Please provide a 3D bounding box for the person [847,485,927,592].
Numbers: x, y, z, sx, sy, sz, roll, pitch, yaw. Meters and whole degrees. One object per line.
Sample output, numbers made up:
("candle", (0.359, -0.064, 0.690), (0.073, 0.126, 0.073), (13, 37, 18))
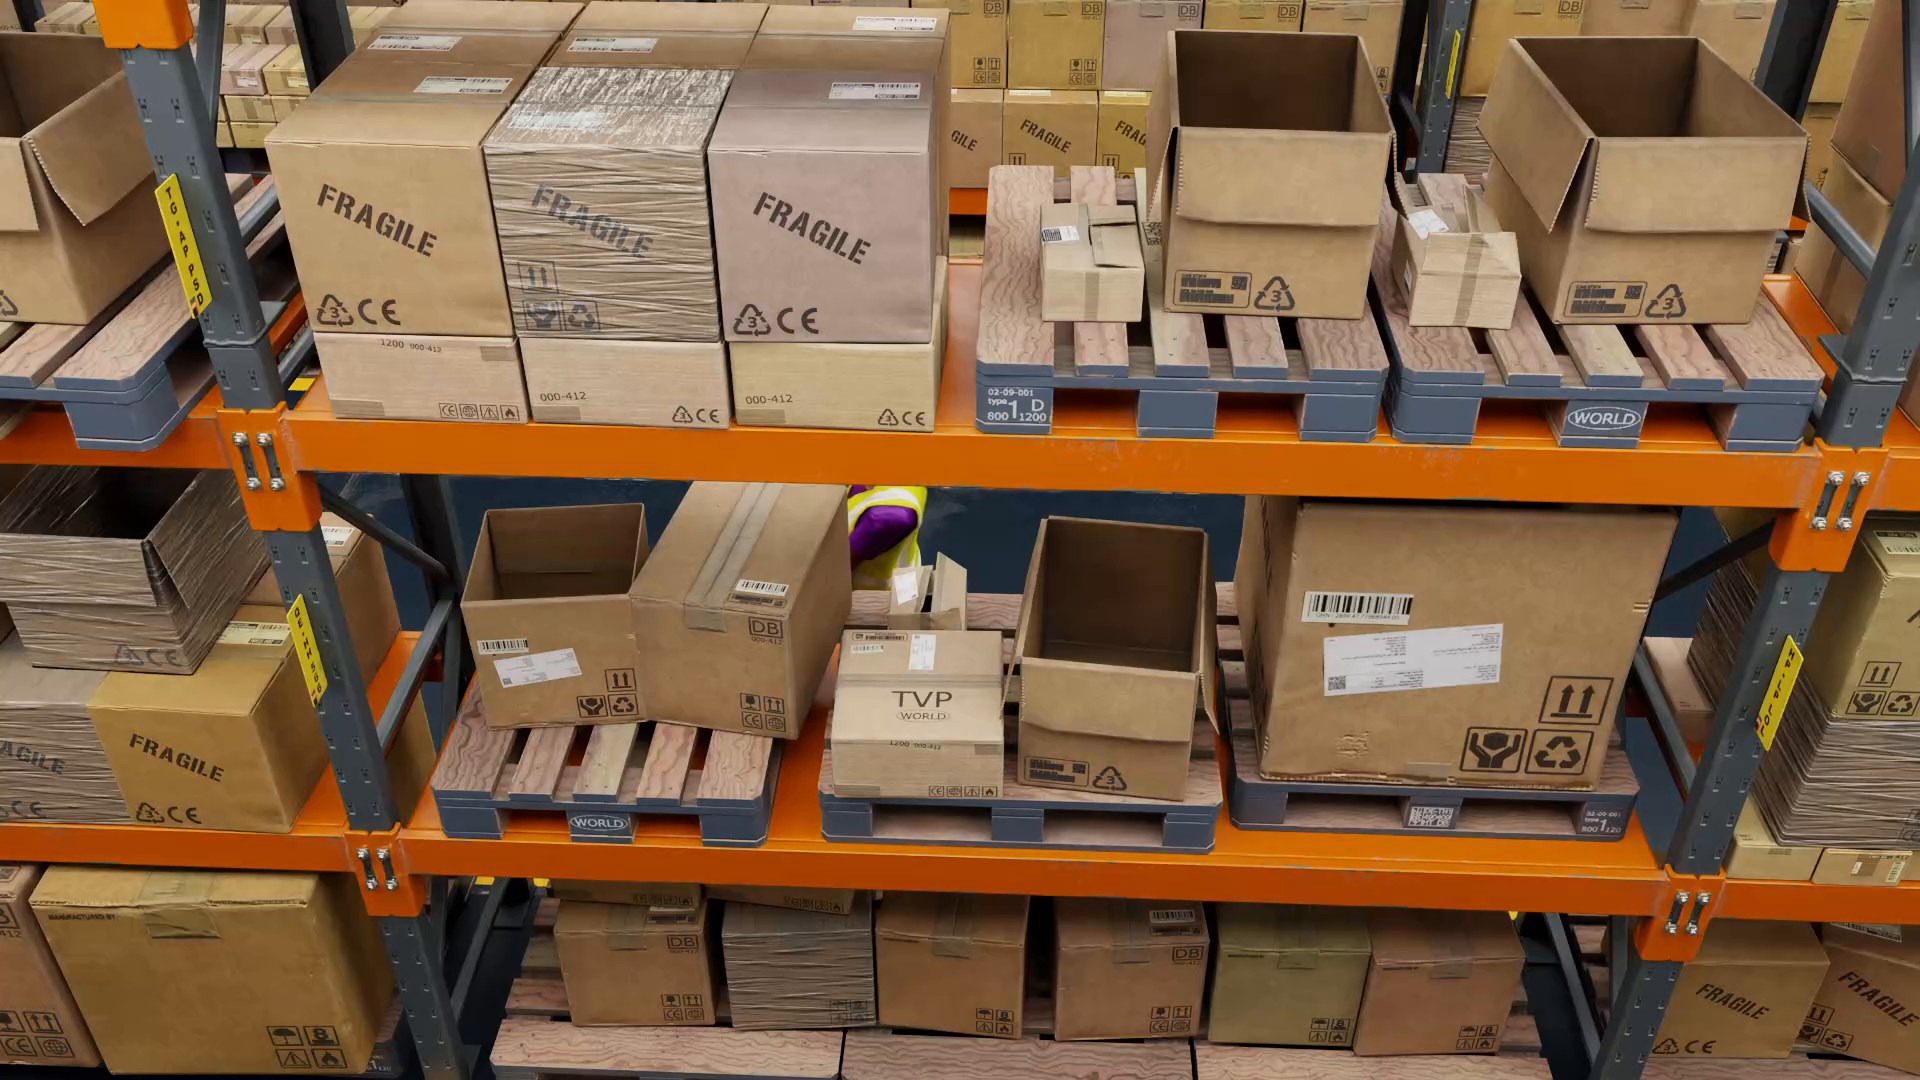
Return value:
("person", (-0.418, 0.200, 6.821), (0.576, 1.760, 0.503), (1, 35, 1))
